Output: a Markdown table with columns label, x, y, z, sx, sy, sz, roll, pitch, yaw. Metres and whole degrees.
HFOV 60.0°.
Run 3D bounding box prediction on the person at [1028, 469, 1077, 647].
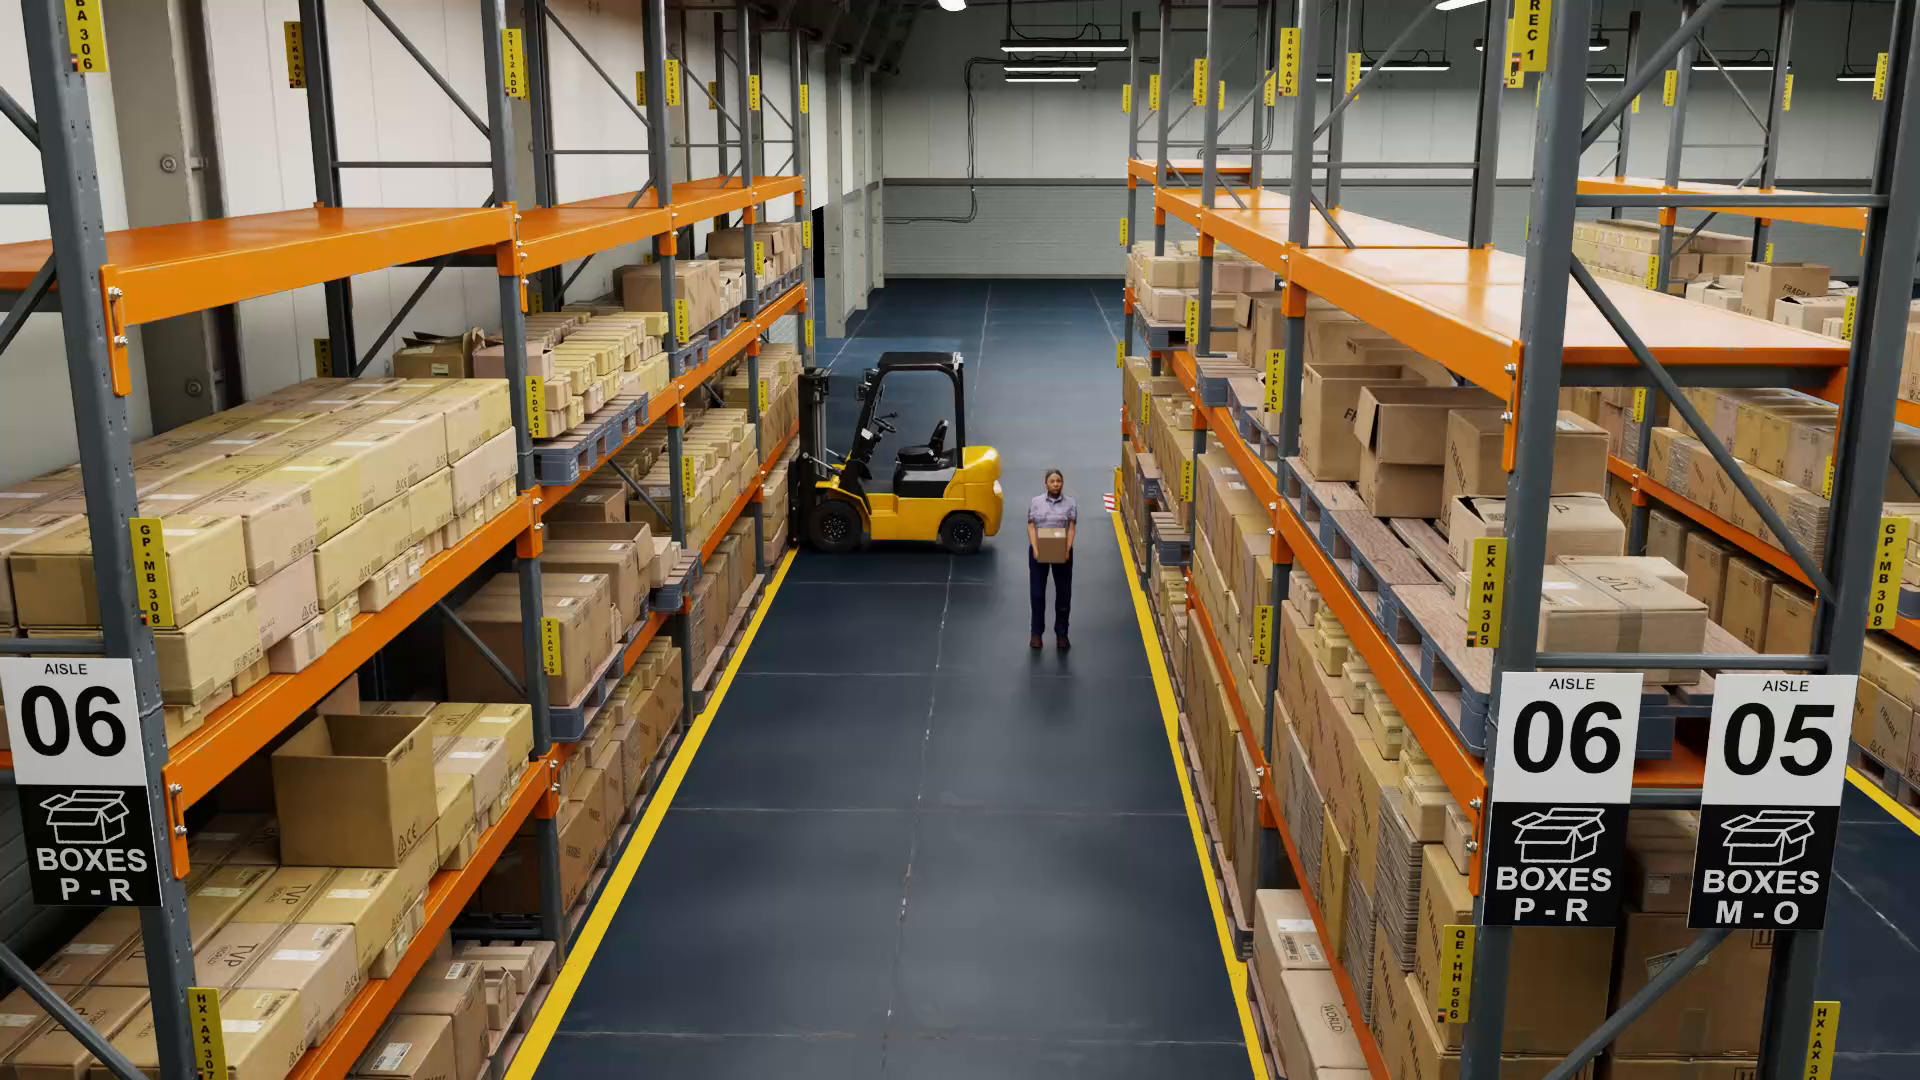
| label | x | y | z | sx | sy | sz | roll | pitch | yaw |
| --- | --- | --- | --- | --- | --- | --- | --- | --- | --- |
| person | 0.849 | 0.175 | 15.354 | 0.452 | 1.635 | 0.525 | 1 | 14 | 2 |
